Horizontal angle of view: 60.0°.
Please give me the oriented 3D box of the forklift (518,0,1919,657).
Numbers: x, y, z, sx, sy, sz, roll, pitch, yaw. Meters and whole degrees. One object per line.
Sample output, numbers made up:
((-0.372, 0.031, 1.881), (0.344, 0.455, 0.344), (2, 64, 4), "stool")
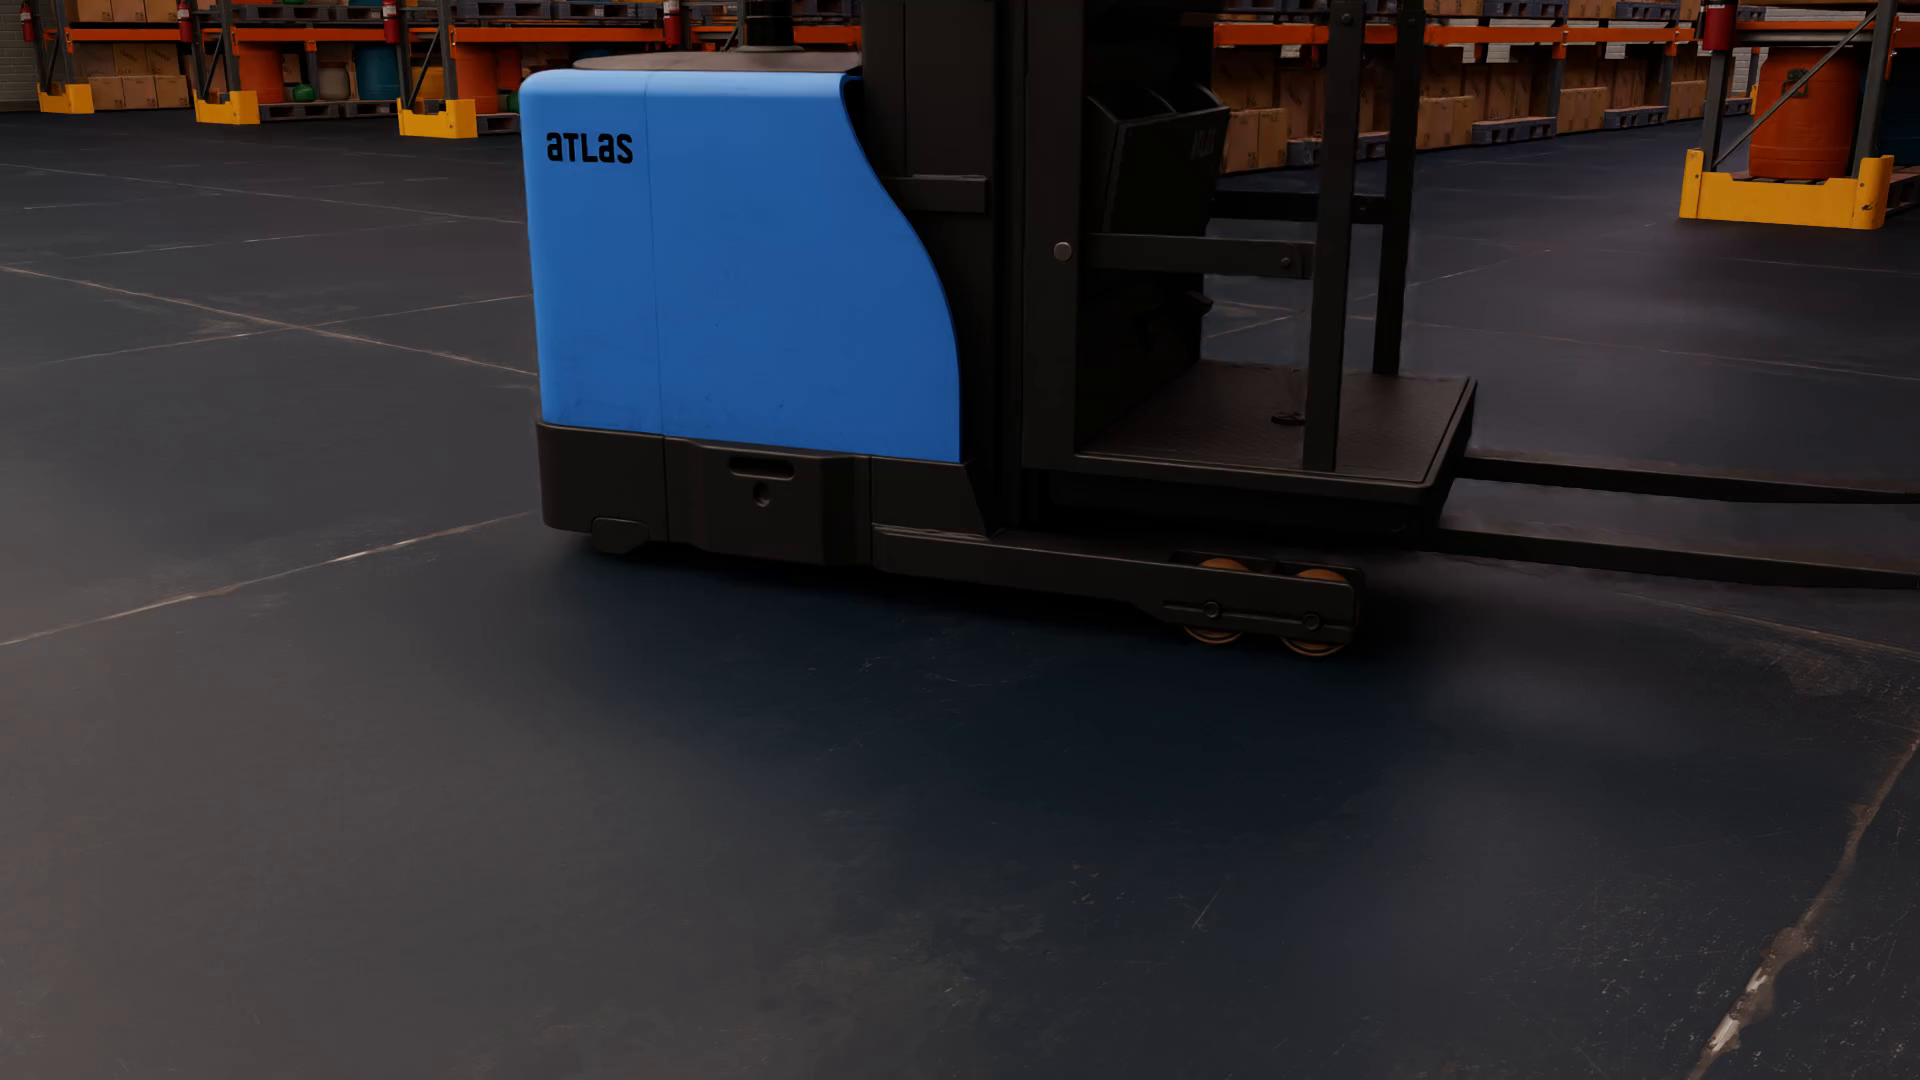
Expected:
((0.605, -1.352, 3.350), (3.031, 2.935, 1.130), (6, 18, 20), "forklift")
